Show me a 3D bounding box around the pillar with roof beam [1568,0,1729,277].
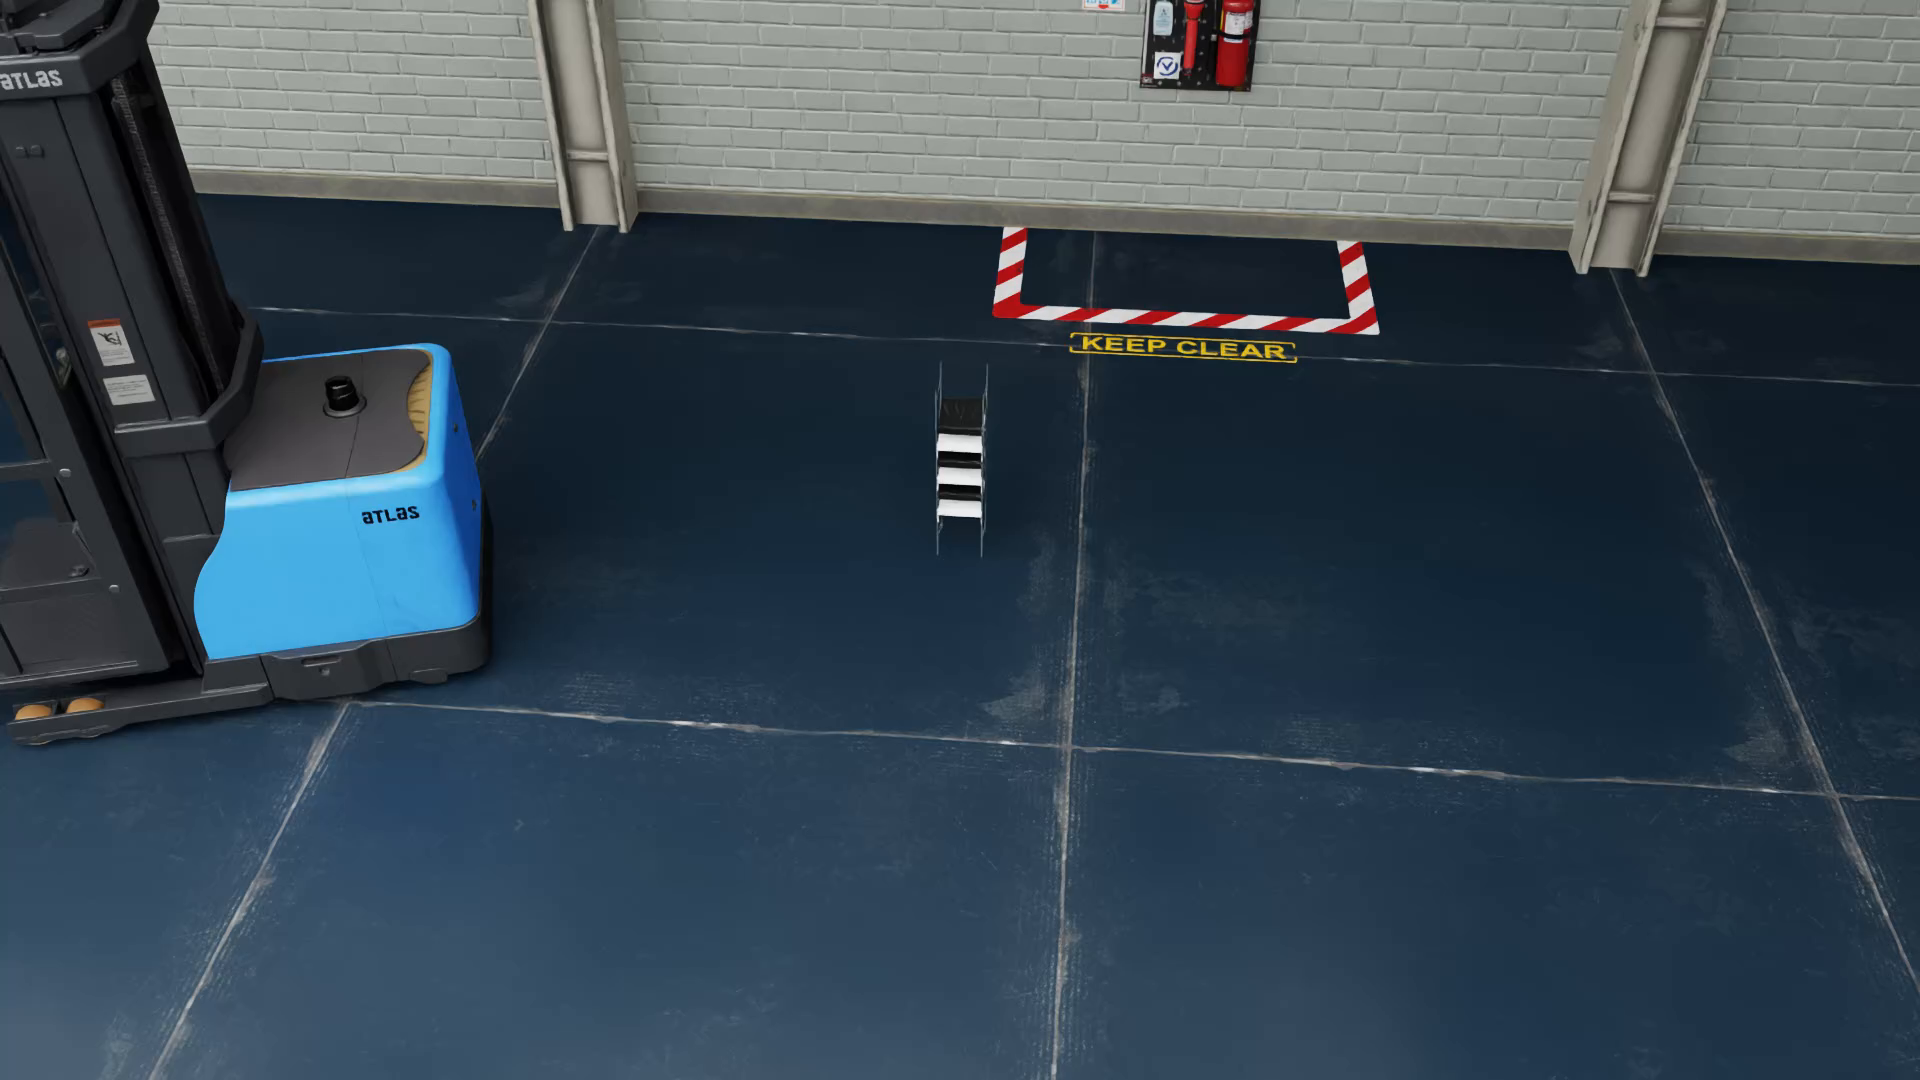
[{"bbox_3d":[3.422,-2.415,3.588,0.400,9.000,9.100,3,39,4],"label":"pillar with roof beam"}]

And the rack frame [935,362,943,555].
[{"bbox_3d":[-0.093,-0.354,7.472,0.006,0.900,0.240,3,39,4],"label":"rack frame"}]

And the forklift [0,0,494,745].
[{"bbox_3d":[-3.555,-0.673,6.255,3.031,2.935,1.130,-7,40,-9],"label":"forklift"}]

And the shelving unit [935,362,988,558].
[{"bbox_3d":[0.008,-0.349,7.465,0.210,0.900,0.258,3,39,4],"label":"shelving unit"}]

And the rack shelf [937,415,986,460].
[{"bbox_3d":[0.008,-0.462,7.373,0.200,0.077,0.258,3,39,4],"label":"rack shelf"}]

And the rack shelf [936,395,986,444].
[{"bbox_3d":[0.008,-0.532,7.316,0.200,0.077,0.258,3,39,4],"label":"rack shelf"}]

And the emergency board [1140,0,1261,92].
[{"bbox_3d":[1.335,-2.954,9.003,0.643,1.169,0.194,3,39,4],"label":"emergency board"}]

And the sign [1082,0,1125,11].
[{"bbox_3d":[0.793,-3.063,9.109,0.234,0.329,0.001,3,39,4],"label":"sign"}]

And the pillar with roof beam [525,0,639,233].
[{"bbox_3d":[-2.555,-2.742,3.990,0.400,9.000,9.100,3,39,4],"label":"pillar with roof beam"}]

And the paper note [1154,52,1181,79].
[{"bbox_3d":[1.165,-2.666,9.346,0.142,0.148,0.016,3,39,4],"label":"paper note"}]

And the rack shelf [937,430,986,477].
[{"bbox_3d":[0.008,-0.393,7.430,0.200,0.077,0.258,3,39,4],"label":"rack shelf"}]

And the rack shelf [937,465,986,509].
[{"bbox_3d":[0.008,-0.253,7.543,0.200,0.077,0.258,3,39,4],"label":"rack shelf"}]

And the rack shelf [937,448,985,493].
[{"bbox_3d":[0.008,-0.323,7.486,0.200,0.077,0.258,3,39,4],"label":"rack shelf"}]

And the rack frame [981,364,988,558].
[{"bbox_3d":[0.109,-0.343,7.459,0.006,0.900,0.240,3,39,4],"label":"rack frame"}]

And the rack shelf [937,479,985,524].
[{"bbox_3d":[0.008,-0.183,7.600,0.200,0.077,0.258,3,39,4],"label":"rack shelf"}]
